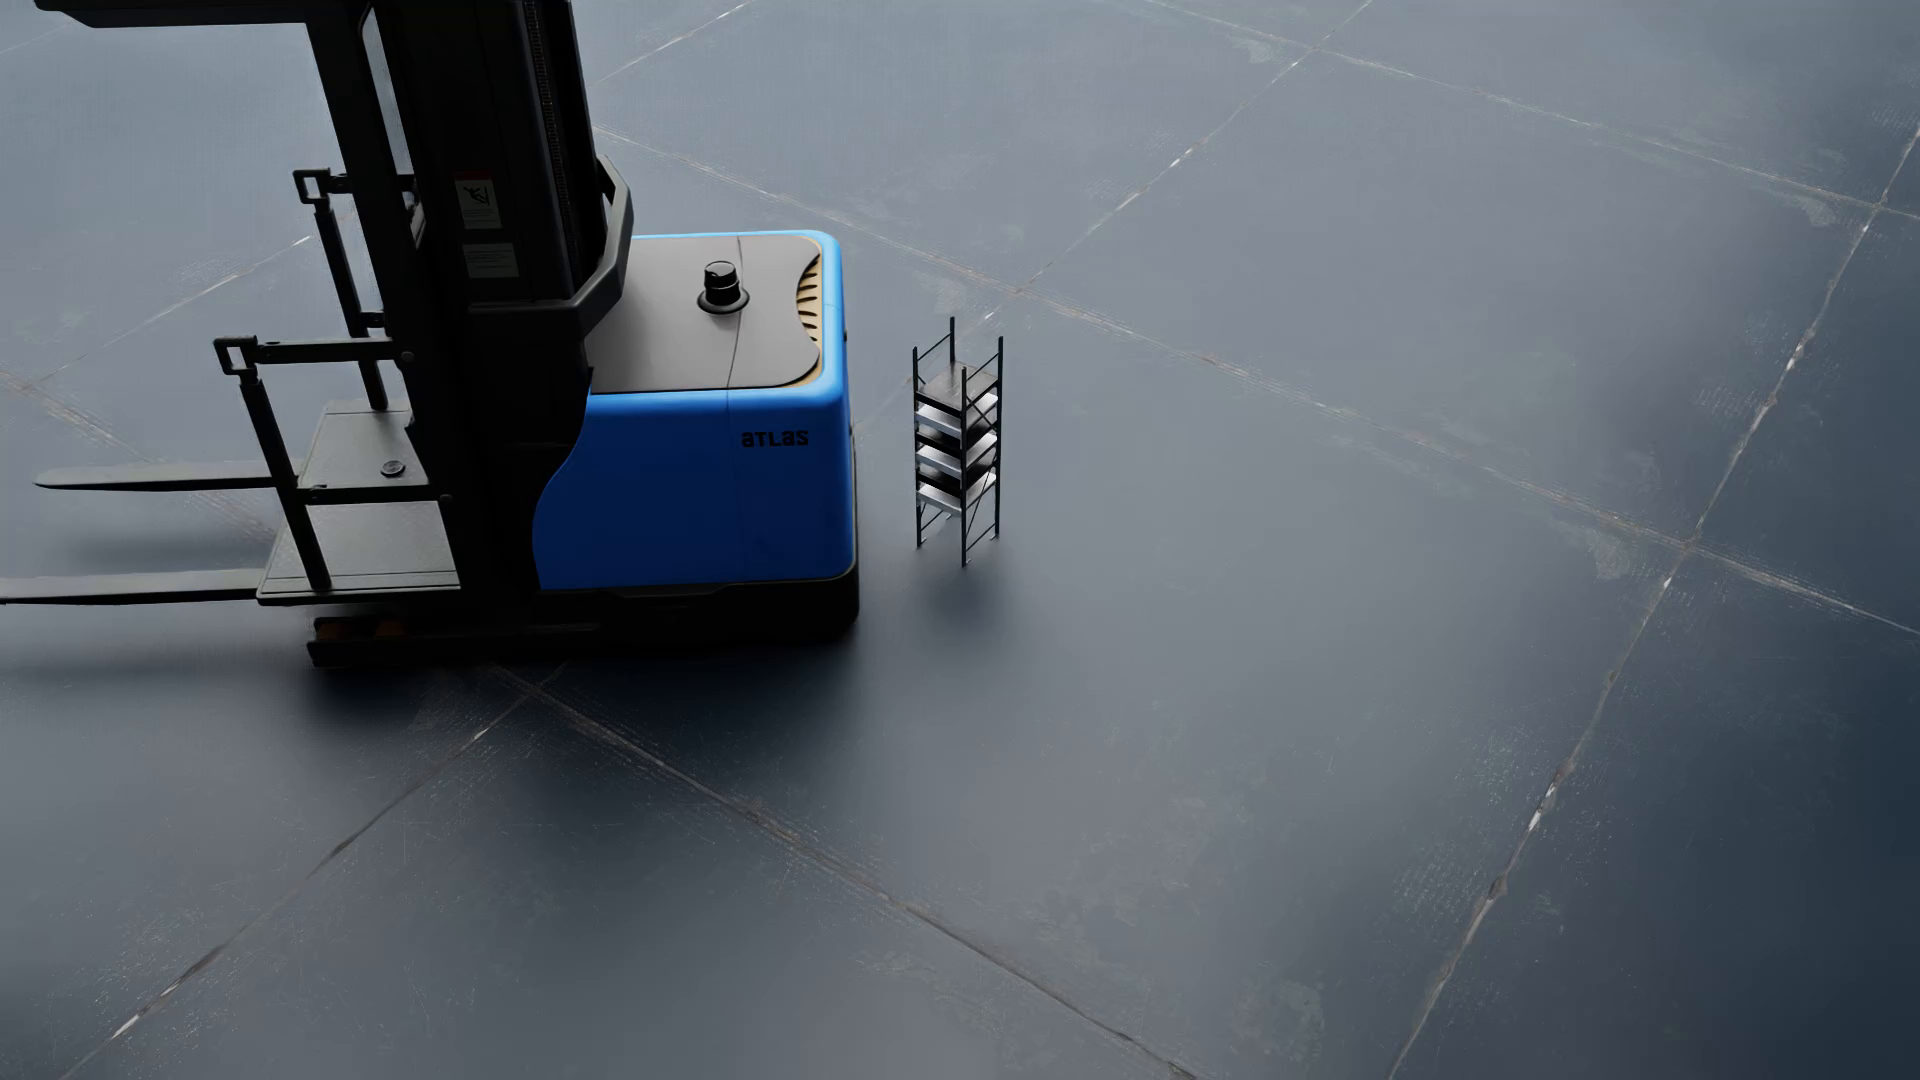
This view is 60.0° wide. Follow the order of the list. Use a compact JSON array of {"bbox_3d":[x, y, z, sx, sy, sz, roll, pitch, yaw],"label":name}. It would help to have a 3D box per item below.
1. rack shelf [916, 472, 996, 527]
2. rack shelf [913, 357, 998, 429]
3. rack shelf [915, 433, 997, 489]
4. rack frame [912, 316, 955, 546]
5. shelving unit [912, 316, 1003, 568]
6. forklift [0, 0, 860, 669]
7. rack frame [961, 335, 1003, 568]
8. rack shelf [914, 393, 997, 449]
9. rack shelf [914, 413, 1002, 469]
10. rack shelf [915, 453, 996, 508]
[{"bbox_3d":[-0.007,-0.179,6.096,0.200,0.077,0.258,25,48,25],"label":"rack shelf"},{"bbox_3d":[-0.007,-0.515,5.796,0.200,0.077,0.258,25,48,25],"label":"rack shelf"},{"bbox_3d":[-0.007,-0.314,5.976,0.200,0.077,0.258,25,48,25],"label":"rack shelf"},{"bbox_3d":[-0.090,-0.377,5.997,0.006,0.900,0.240,25,48,25],"label":"rack frame"},{"bbox_3d":[-0.007,-0.338,5.953,0.210,0.900,0.258,25,48,25],"label":"shelving unit"},{"bbox_3d":[-1.893,-1.013,5.184,3.031,2.935,1.130,-2,42,-3],"label":"forklift"},{"bbox_3d":[0.077,-0.300,5.910,0.006,0.900,0.240,25,48,25],"label":"rack frame"},{"bbox_3d":[-0.007,-0.448,5.856,0.200,0.077,0.258,25,48,25],"label":"rack shelf"},{"bbox_3d":[-0.007,-0.381,5.916,0.200,0.077,0.258,25,48,25],"label":"rack shelf"},{"bbox_3d":[-0.007,-0.247,6.036,0.200,0.077,0.258,25,48,25],"label":"rack shelf"}]
